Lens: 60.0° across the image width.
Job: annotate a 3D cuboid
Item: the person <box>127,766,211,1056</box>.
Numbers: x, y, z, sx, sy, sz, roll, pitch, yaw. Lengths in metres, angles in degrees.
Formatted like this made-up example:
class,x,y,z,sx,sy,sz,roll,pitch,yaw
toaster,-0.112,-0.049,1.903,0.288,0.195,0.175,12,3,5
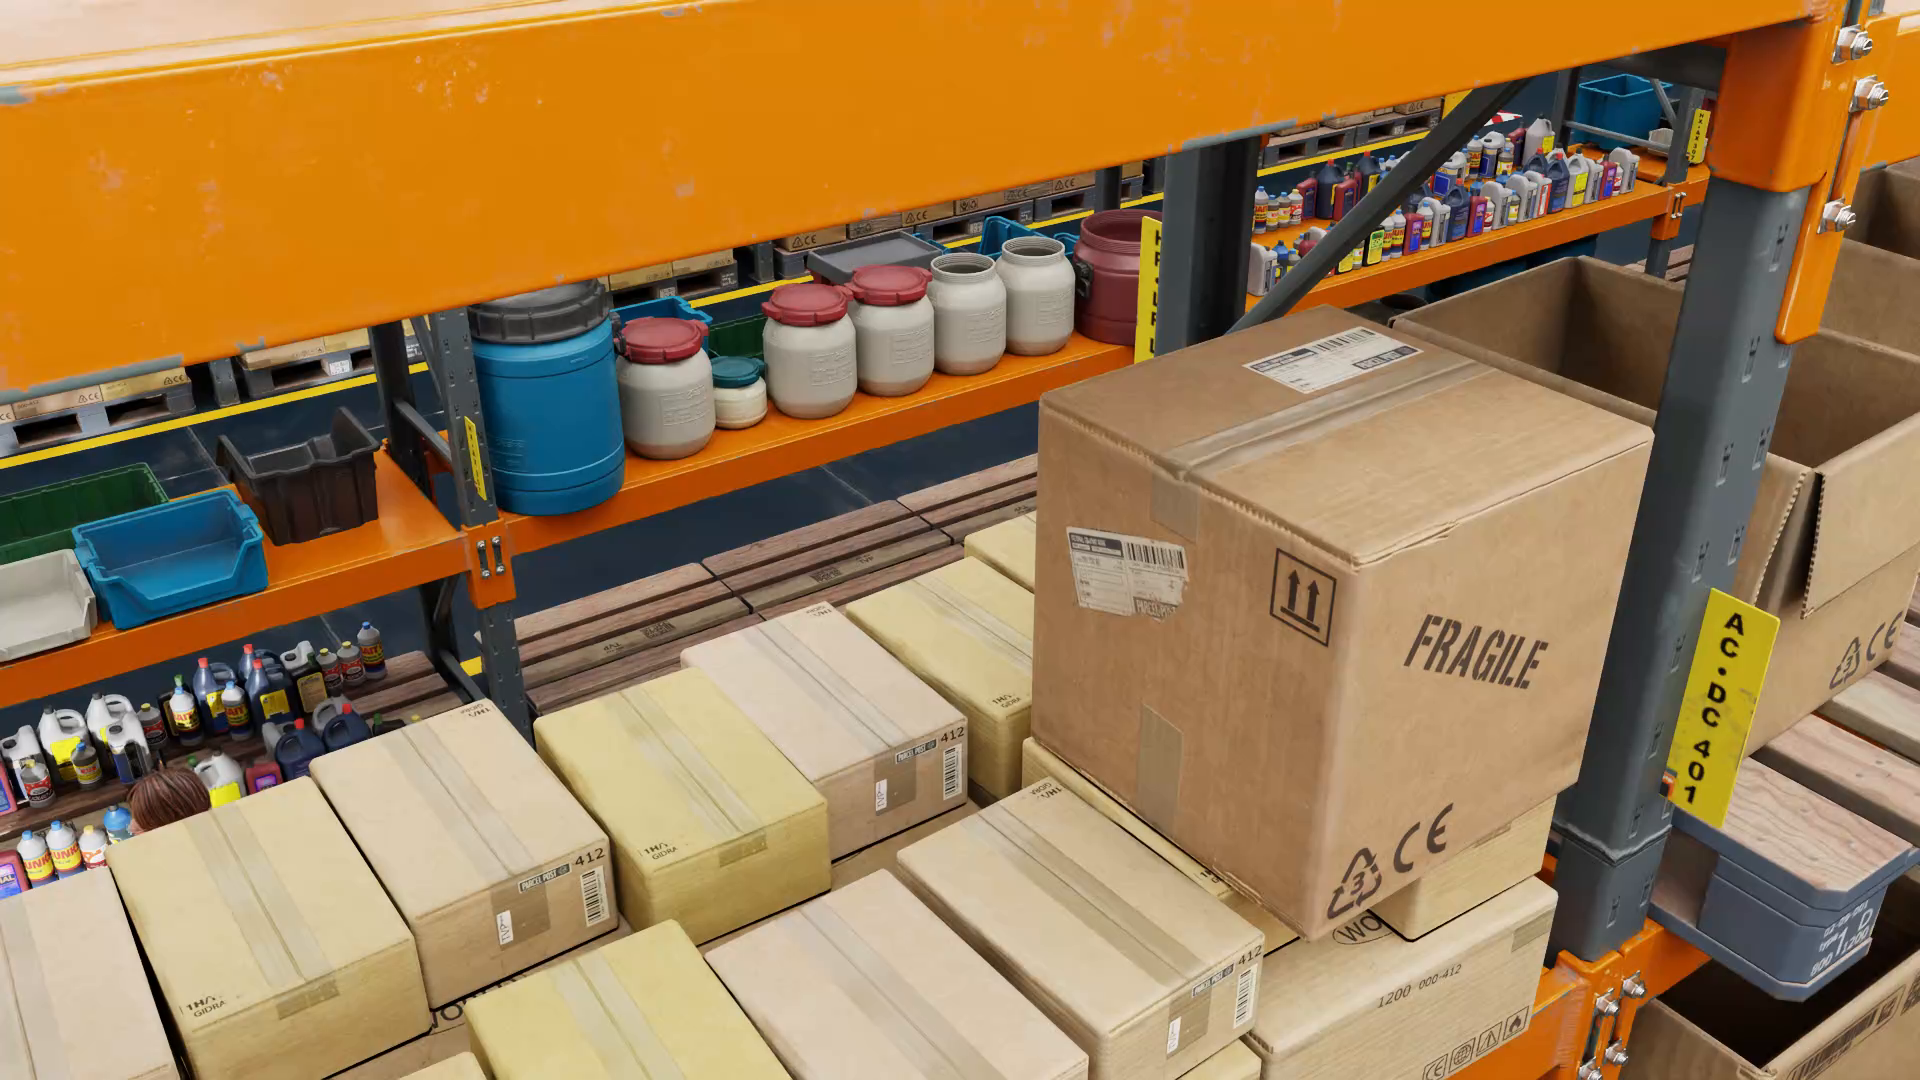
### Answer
class,x,y,z,sx,sy,sz,roll,pitch,yaw
person,-2.361,1.352,5.188,0.429,1.545,0.931,24,37,37
